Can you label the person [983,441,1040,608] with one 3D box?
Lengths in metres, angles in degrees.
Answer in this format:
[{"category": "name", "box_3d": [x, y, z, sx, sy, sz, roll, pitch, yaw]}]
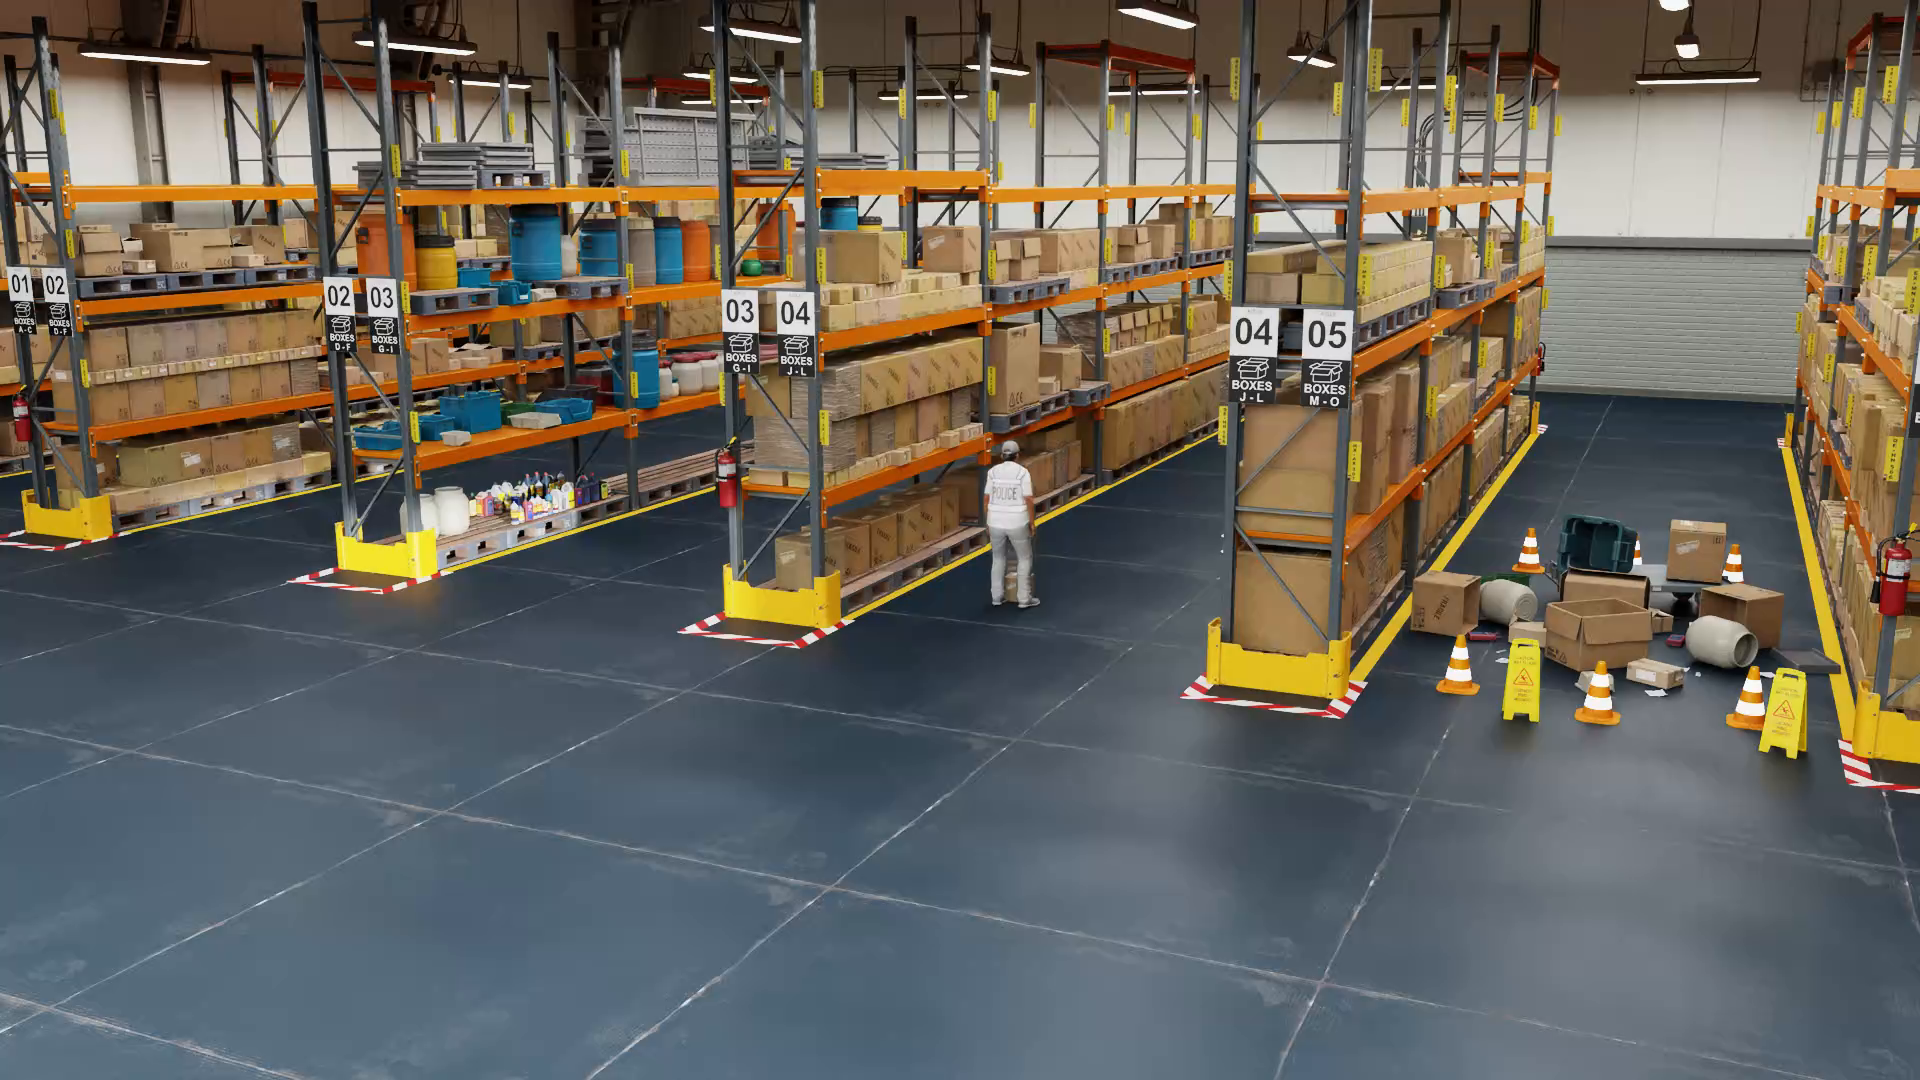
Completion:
[{"category": "person", "box_3d": [0.517, -0.160, 16.687, 0.557, 1.665, 0.467, 5, 13, 20]}]
